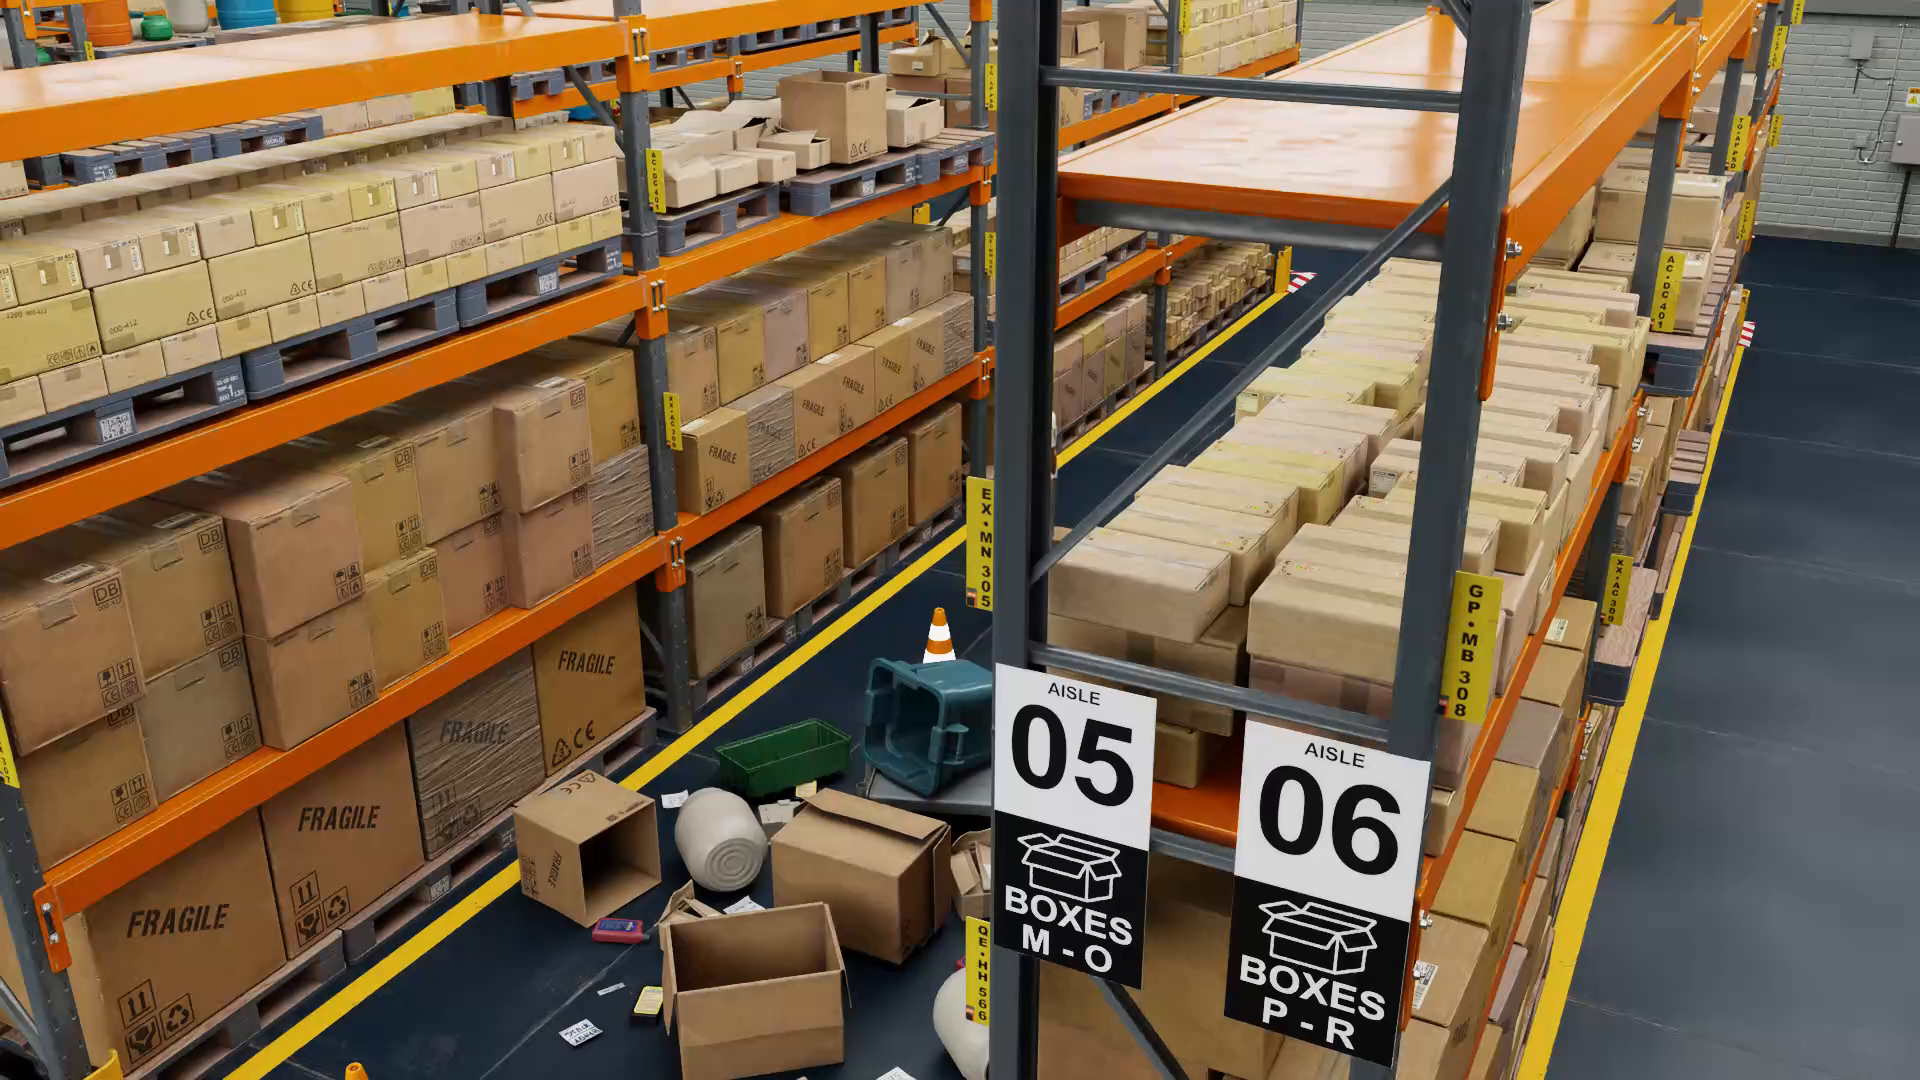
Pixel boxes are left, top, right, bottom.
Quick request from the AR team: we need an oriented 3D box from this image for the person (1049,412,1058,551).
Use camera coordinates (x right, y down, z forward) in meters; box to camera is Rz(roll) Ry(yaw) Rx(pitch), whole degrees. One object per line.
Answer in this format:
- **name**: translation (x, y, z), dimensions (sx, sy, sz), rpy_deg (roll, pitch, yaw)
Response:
- **person**: translation (0.476, -0.420, 11.589), dimensions (0.435, 1.695, 0.348), rpy_deg (12, 25, 25)
